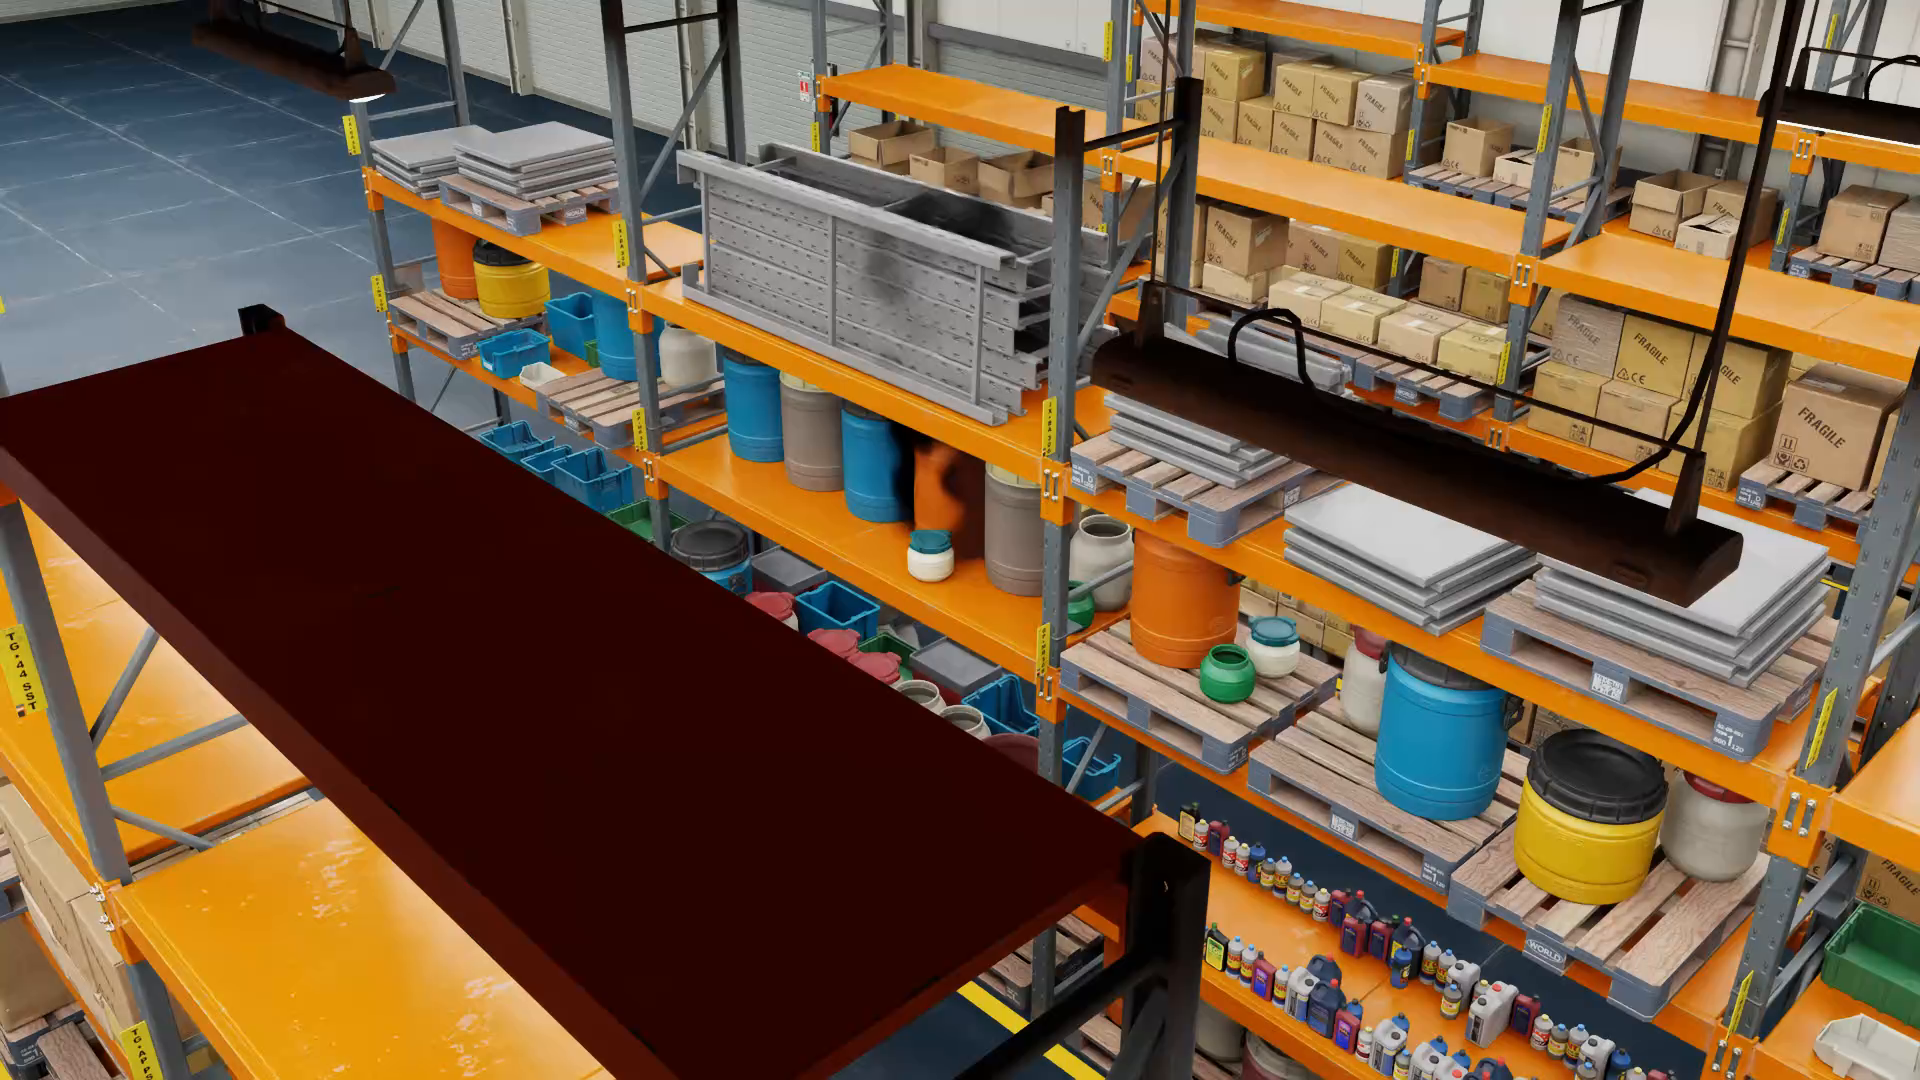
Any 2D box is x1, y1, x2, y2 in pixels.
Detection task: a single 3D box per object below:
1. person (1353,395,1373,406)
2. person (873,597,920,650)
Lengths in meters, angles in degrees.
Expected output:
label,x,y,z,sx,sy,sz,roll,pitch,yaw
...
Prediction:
label,x,y,z,sx,sy,sz,roll,pitch,yaw
person,3.866,-1.059,17.079,0.758,1.726,0.582,19,33,31
person,-0.543,0.400,14.260,0.638,1.737,0.564,-23,36,-37
